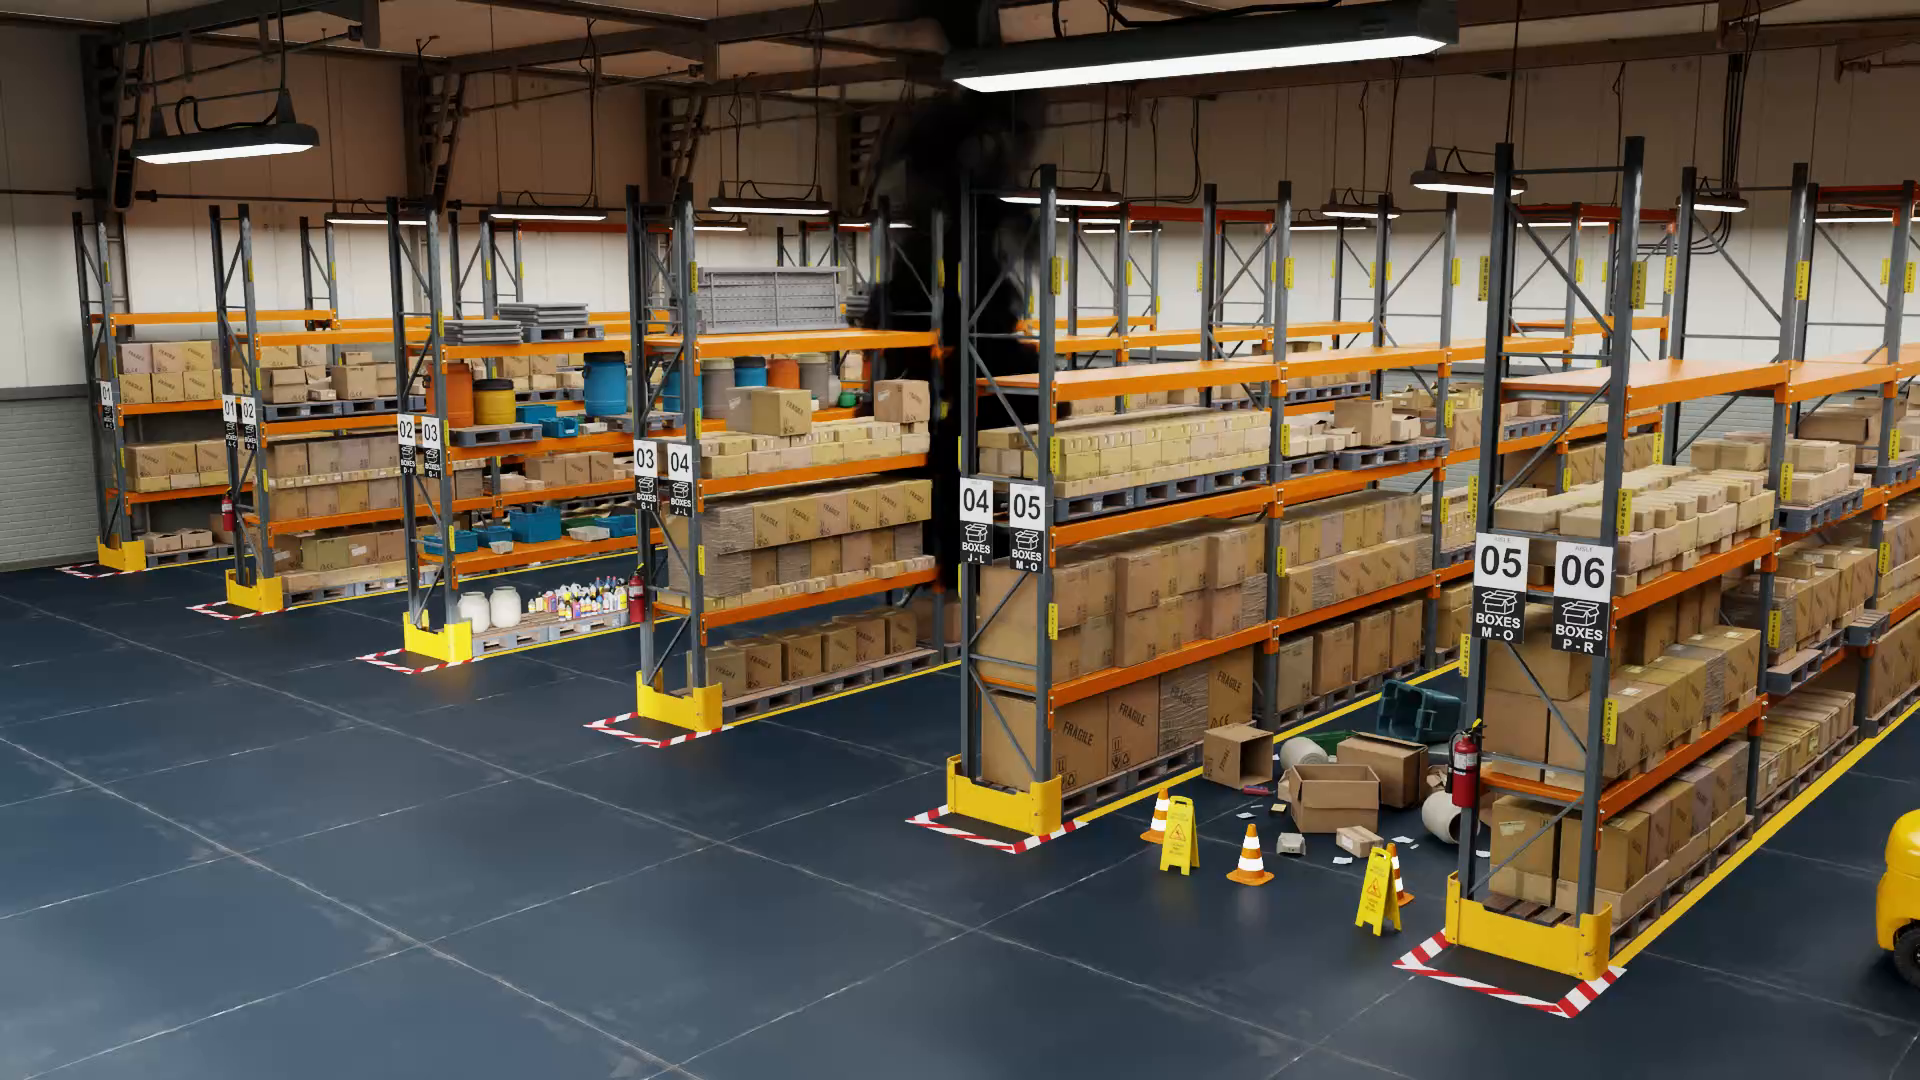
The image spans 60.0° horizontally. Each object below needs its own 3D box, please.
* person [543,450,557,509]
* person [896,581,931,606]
[{"bbox_3d":[-7.702,-0.865,31.349,0.550,1.675,0.744,8,12,38],"label":"person"},{"bbox_3d":[-0.653,0.057,23.951,0.704,1.760,0.656,9,13,44],"label":"person"}]
